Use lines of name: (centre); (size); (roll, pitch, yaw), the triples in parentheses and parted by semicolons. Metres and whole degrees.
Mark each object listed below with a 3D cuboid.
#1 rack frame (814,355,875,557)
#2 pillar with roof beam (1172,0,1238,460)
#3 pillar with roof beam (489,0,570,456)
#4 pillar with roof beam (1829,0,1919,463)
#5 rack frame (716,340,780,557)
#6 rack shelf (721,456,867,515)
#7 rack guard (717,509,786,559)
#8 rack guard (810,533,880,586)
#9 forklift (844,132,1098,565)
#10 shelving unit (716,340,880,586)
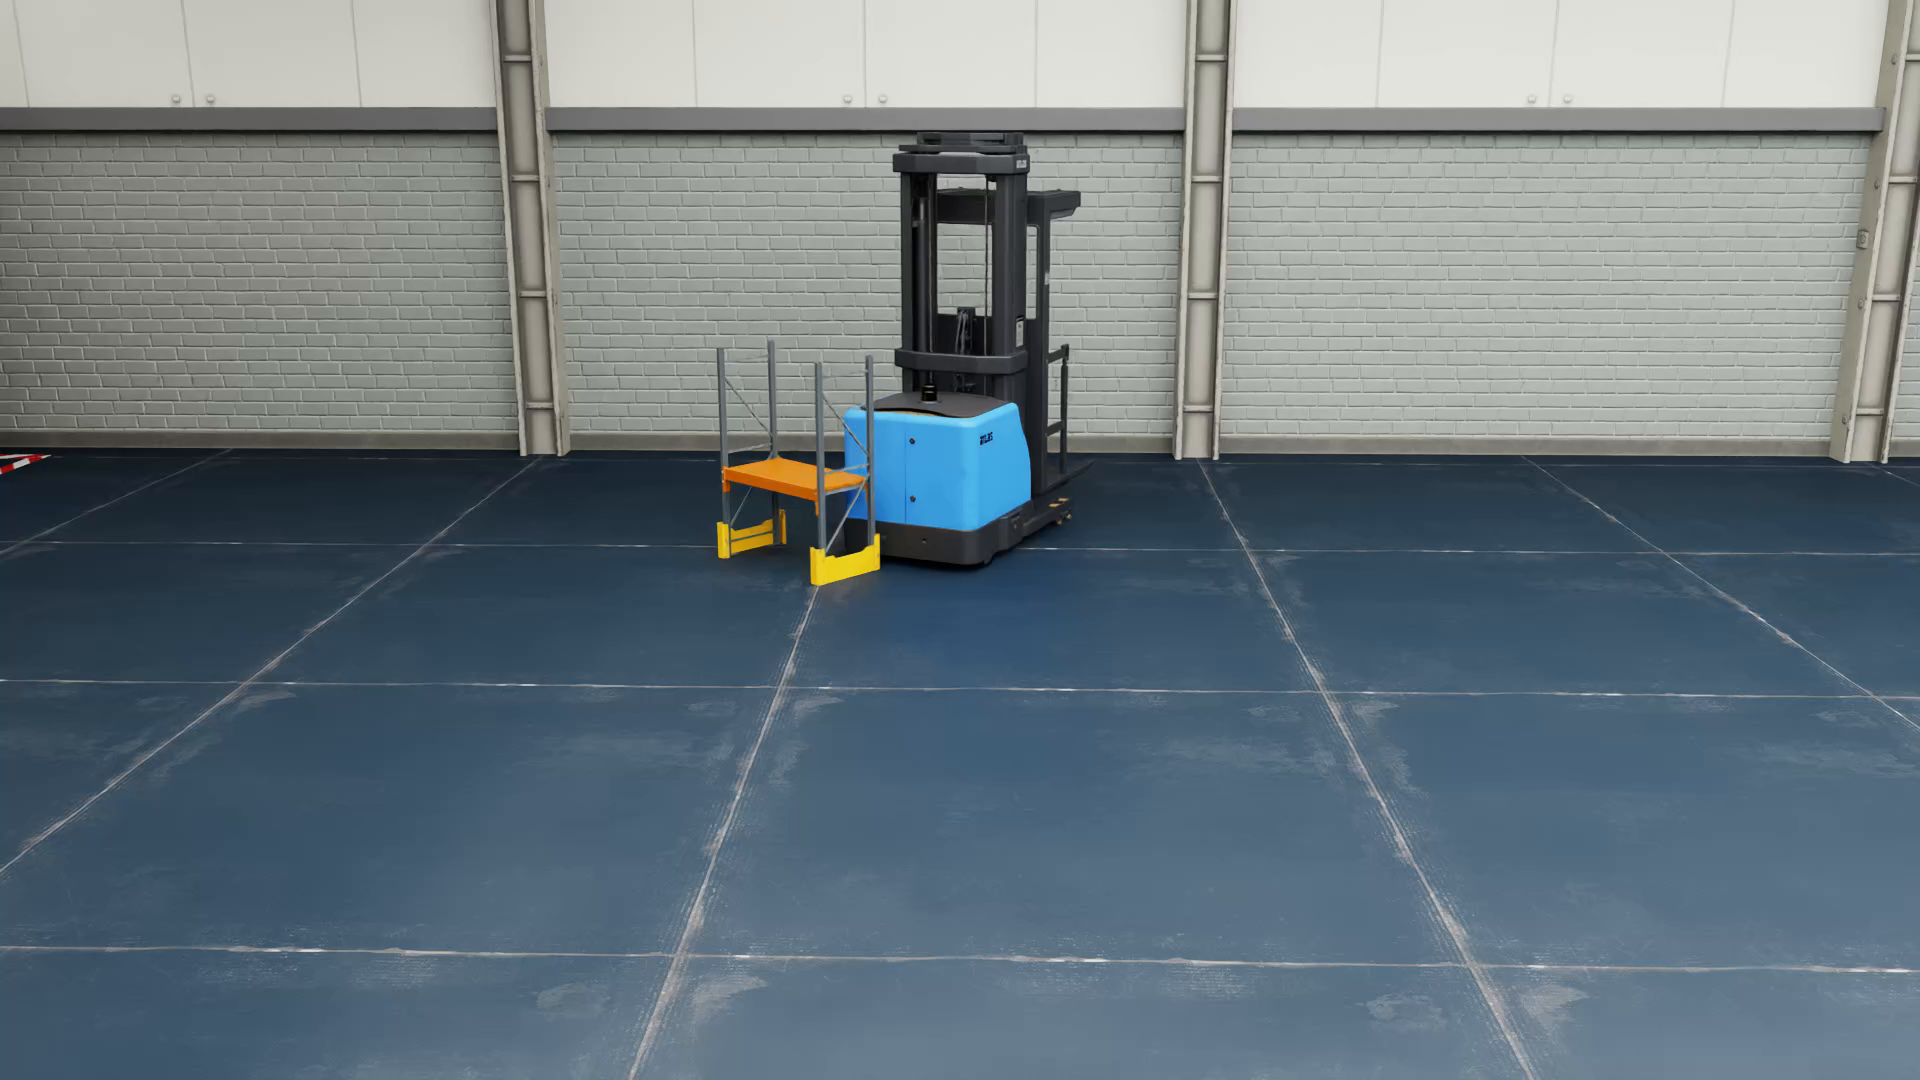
rack frame: (-0.767, -0.473, 11.193); (0.032, 1.500, 0.500); (14, 20, 42)
pillar with roof beam: (2.049, -4.025, 9.957); (0.400, 9.000, 9.100); (0, 15, 1)
pillar with roof beam: (-3.949, -4.064, 10.106); (0.400, 9.000, 9.100); (0, 15, 1)
pillar with roof beam: (8.047, -3.986, 9.809); (0.400, 9.000, 9.100); (0, 15, 1)
rack frame: (-1.504, -0.652, 11.870); (0.032, 1.500, 0.500); (14, 20, 42)
rack shelf: (-1.136, -0.388, 11.577); (1.000, 0.185, 0.538); (14, 20, 42)
rack guard: (-1.503, -0.047, 12.029); (0.087, 0.250, 0.587); (14, 20, 42)
rack guard: (-0.781, 0.128, 11.365); (0.087, 0.250, 0.587); (14, 20, 42)
forklift: (0.240, -1.576, 12.567); (1.130, 2.935, 3.031); (7, 16, 23)
shelving unit: (-1.142, -0.564, 11.538); (1.083, 1.500, 0.587); (14, 20, 42)
